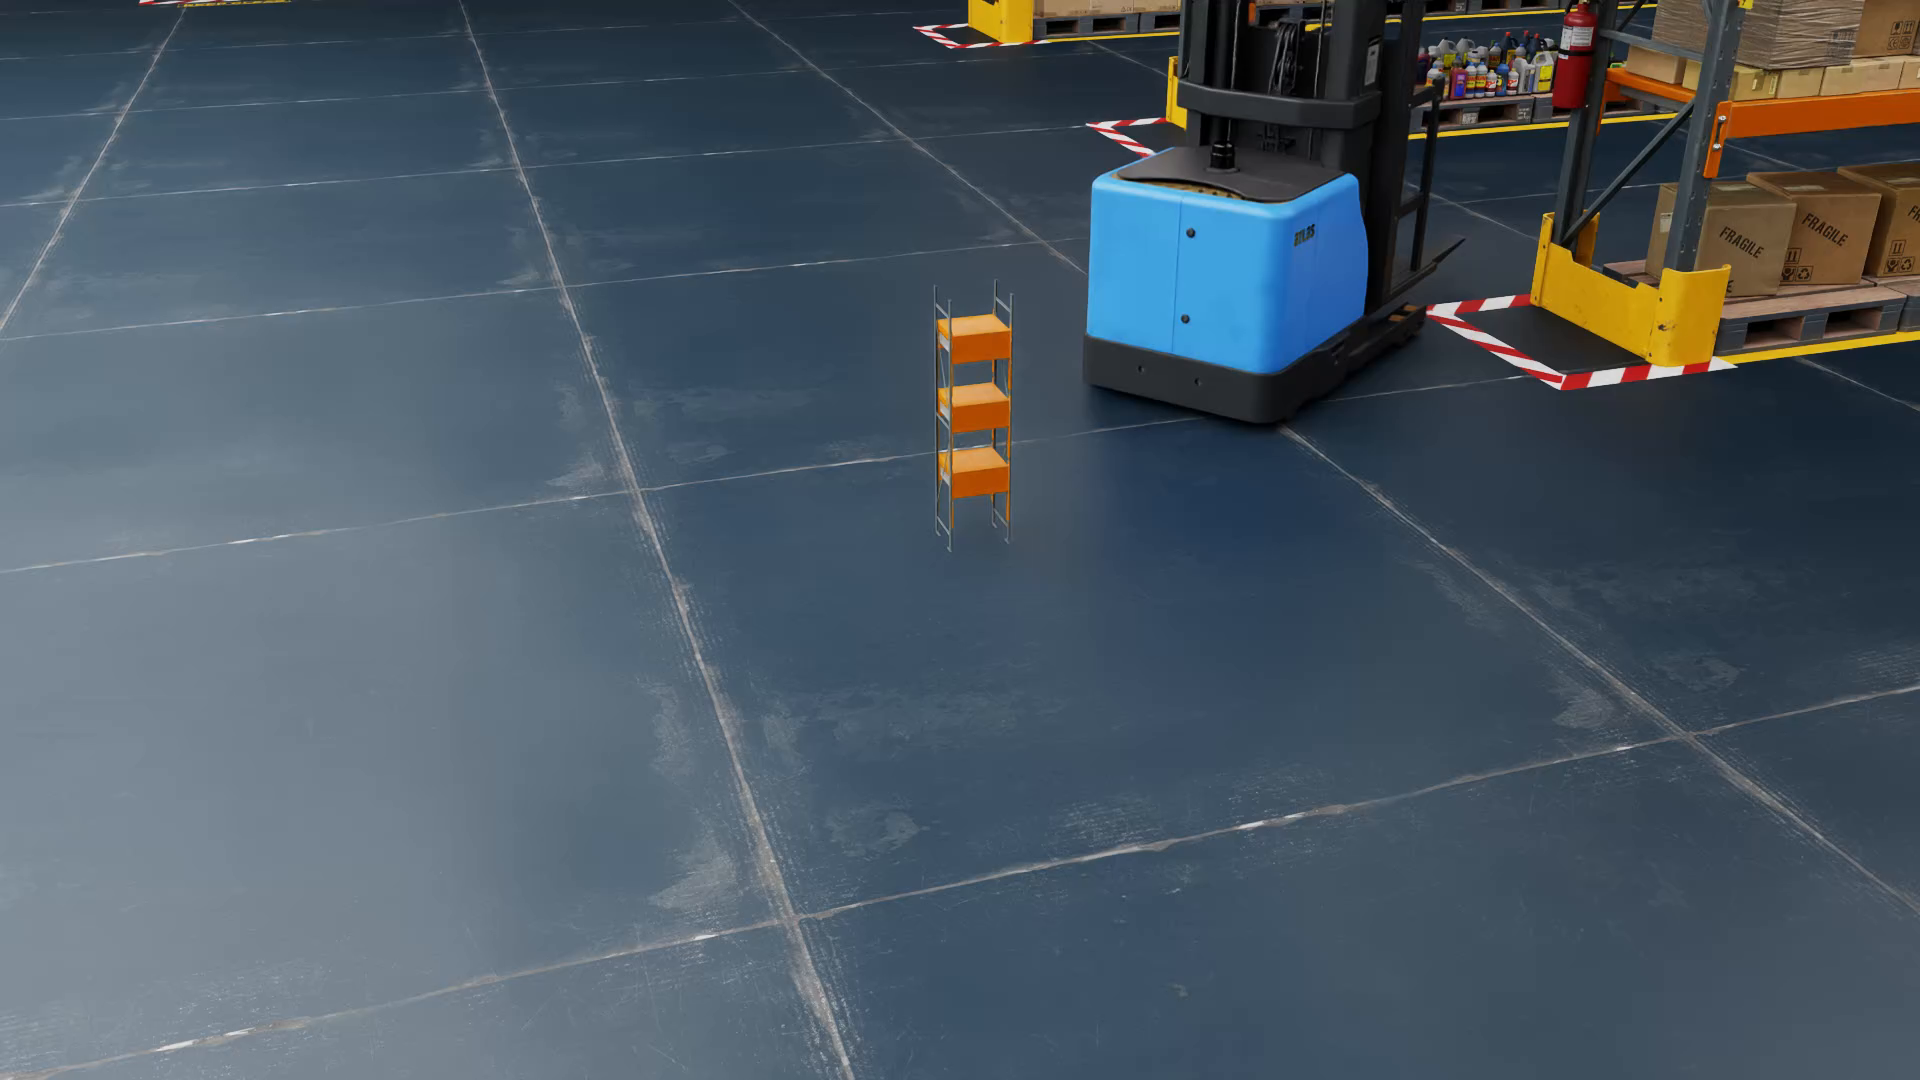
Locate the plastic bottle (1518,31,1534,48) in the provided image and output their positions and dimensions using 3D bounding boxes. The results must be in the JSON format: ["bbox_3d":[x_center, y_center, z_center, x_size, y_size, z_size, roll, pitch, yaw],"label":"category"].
[{"bbox_3d":[4.878,-4.203,14.326,0.185,0.351,0.144,-7,27,-15],"label":"plastic bottle"}]

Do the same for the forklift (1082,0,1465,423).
[{"bbox_3d":[1.859,-2.451,8.392,1.130,2.935,3.031,17,31,31],"label":"forklift"}]

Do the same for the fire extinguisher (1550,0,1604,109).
[{"bbox_3d":[3.253,-2.627,8.756,0.183,0.674,0.296,-8,28,-16],"label":"fire extinguisher"}]

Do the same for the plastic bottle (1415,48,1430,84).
[{"bbox_3d":[3.863,-3.974,13.941,0.133,0.283,0.061,-8,28,-16],"label":"plastic bottle"}]

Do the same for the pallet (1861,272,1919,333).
[{"bbox_3d":[5.519,-1.507,9.549,1.213,0.211,1.003,-8,28,-16],"label":"pallet"}]

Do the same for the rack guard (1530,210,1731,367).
[{"bbox_3d":[3.577,-1.374,8.955,0.348,0.500,1.175,-8,28,-16],"label":"rack guard"}]

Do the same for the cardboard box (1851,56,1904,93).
[{"bbox_3d":[4.567,-2.406,8.506,0.250,0.149,0.380,-8,28,-16],"label":"cardboard box"}]

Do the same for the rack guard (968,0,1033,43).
[{"bbox_3d":[0.418,-5.549,17.365,0.348,0.500,1.175,-8,28,-16],"label":"rack guard"}]

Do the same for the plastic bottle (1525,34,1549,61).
[{"bbox_3d":[4.923,-4.142,14.203,0.185,0.351,0.144,-8,28,-16],"label":"plastic bottle"}]

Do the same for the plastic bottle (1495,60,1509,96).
[{"bbox_3d":[4.405,-3.759,13.521,0.097,0.271,0.097,0,26,0],"label":"plastic bottle"}]

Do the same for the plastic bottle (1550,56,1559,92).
[{"bbox_3d":[4.927,-3.831,13.654,0.133,0.283,0.061,-6,27,-13],"label":"plastic bottle"}]

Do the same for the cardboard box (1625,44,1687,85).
[{"bbox_3d":[3.712,-2.497,8.688,0.250,0.149,0.380,-8,28,-16],"label":"cardboard box"}]

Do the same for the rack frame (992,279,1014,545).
[{"bbox_3d":[0.167,-0.494,6.565,0.008,1.050,0.200,-8,28,-16],"label":"rack frame"}]

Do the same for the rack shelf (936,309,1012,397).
[{"bbox_3d":[0.051,-0.722,6.410,0.240,0.259,0.215,-8,28,-16],"label":"rack shelf"}]

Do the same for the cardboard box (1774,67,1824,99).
[{"bbox_3d":[4.093,-2.335,8.362,0.250,0.149,0.380,-8,28,-16],"label":"cardboard box"}]

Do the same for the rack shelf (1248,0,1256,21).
[{"bbox_3d":[3.873,-4.530,13.311,4.000,0.370,1.077,-8,28,-16],"label":"rack shelf"}]

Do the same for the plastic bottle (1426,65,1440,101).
[{"bbox_3d":[3.792,-3.670,13.342,0.097,0.271,0.097,0,26,0],"label":"plastic bottle"}]

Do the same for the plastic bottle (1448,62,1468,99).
[{"bbox_3d":[4.012,-3.699,13.387,0.133,0.283,0.061,-8,27,-15],"label":"plastic bottle"}]

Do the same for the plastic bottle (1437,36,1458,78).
[{"bbox_3d":[4.118,-4.092,14.104,0.185,0.351,0.144,-7,27,-14],"label":"plastic bottle"}]

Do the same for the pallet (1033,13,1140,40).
[{"bbox_3d":[1.155,-5.546,17.683,1.213,0.211,1.003,-8,28,-16],"label":"pallet"}]

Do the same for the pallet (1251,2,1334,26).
[{"bbox_3d":[3.475,-5.882,18.360,1.213,0.211,1.003,-8,28,-16],"label":"pallet"}]

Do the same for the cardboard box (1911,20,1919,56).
[{"bbox_3d":[4.963,-2.895,8.761,0.500,0.500,0.875,-8,28,-16],"label":"cardboard box"}]

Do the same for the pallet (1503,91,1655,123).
[{"bbox_3d":[5.123,-3.804,14.175,1.213,0.211,1.003,-8,28,-16],"label":"pallet"}]

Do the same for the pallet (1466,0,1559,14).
[{"bbox_3d":[6.095,-6.261,19.124,1.213,0.211,1.003,-8,28,-16],"label":"pallet"}]

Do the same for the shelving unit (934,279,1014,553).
[{"bbox_3d":[0.051,-0.478,6.531,0.252,1.050,0.215,-8,28,-16],"label":"shelving unit"}]

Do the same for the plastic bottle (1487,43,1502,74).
[{"bbox_3d":[4.571,-4.105,14.219,0.097,0.271,0.097,0,26,0],"label":"plastic bottle"}]

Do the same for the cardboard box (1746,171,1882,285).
[{"bbox_3d":[4.662,-1.727,9.194,0.500,0.500,0.500,-1,26,-3],"label":"cardboard box"}]

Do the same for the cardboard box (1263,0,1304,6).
[{"bbox_3d":[3.392,-5.958,17.998,0.500,0.250,0.500,-8,28,-16],"label":"cardboard box"}]

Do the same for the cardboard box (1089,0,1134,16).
[{"bbox_3d":[1.494,-5.678,17.435,0.500,0.250,0.500,-8,28,-16],"label":"cardboard box"}]

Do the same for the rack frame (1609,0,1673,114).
[{"bbox_3d":[5.775,-5.128,13.705,0.127,3.000,1.000,-8,28,-16],"label":"rack frame"}]

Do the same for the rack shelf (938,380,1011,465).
[{"bbox_3d":[0.051,-0.468,6.536,0.240,0.259,0.215,-8,28,-16],"label":"rack shelf"}]

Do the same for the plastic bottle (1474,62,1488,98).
[{"bbox_3d":[4.213,-3.731,13.465,0.097,0.271,0.097,0,26,0],"label":"plastic bottle"}]

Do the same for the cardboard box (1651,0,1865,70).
[{"bbox_3d":[4.036,-2.725,8.418,0.500,0.500,0.875,-8,28,-16],"label":"cardboard box"}]

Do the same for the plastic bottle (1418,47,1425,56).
[{"bbox_3d":[3.830,-4.015,14.033,0.135,0.276,0.152,-8,28,-16],"label":"plastic bottle"}]

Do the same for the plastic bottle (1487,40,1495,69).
[{"bbox_3d":[4.529,-4.141,14.278,0.133,0.283,0.061,-7,27,-14],"label":"plastic bottle"}]

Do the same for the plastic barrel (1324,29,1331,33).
[{"bbox_3d":[3.050,-3.843,13.442,0.421,0.512,0.421,0,26,0],"label":"plastic barrel"}]

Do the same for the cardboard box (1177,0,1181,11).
[{"bbox_3d":[2.446,-5.814,17.707,0.500,0.250,0.500,-8,28,-16],"label":"cardboard box"}]

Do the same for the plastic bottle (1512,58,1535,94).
[{"bbox_3d":[4.606,-3.803,13.605,0.135,0.276,0.152,-8,27,-15],"label":"plastic bottle"}]

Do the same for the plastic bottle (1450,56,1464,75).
[{"bbox_3d":[4.197,-3.980,14.047,0.097,0.201,0.097,0,26,0],"label":"plastic bottle"}]

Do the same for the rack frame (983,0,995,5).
[{"bbox_3d":[0.441,-6.672,16.815,0.127,3.000,1.000,-8,28,-16],"label":"rack frame"}]

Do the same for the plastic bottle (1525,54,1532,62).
[{"bbox_3d":[4.706,-3.866,13.725,0.133,0.283,0.061,-8,28,-16],"label":"plastic bottle"}]

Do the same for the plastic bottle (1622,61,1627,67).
[{"bbox_3d":[5.526,-3.890,13.864,0.097,0.201,0.097,0,26,0],"label":"plastic bottle"}]
